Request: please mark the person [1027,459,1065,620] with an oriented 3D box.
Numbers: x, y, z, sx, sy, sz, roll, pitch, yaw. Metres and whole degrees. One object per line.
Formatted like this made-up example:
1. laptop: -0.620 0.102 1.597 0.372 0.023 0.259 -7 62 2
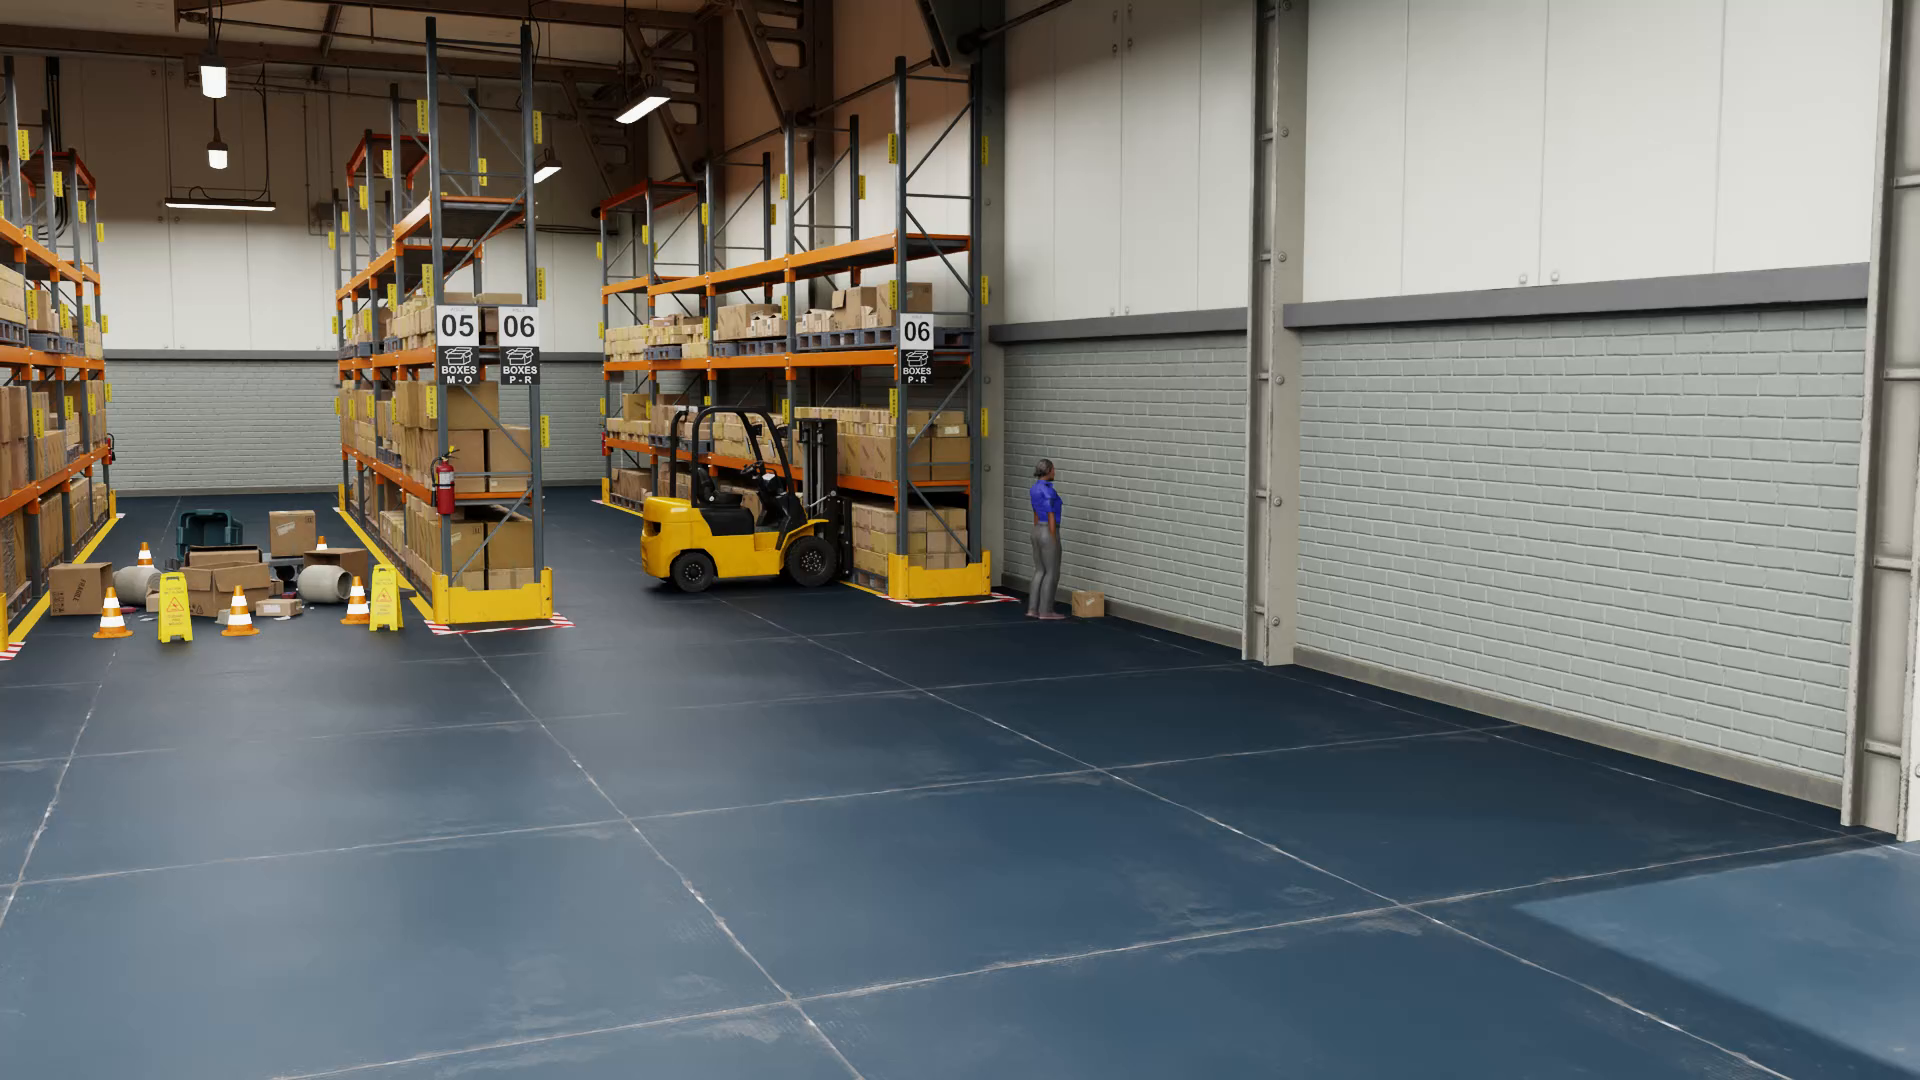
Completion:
1. person: 0.885 -0.003 17.164 0.312 1.672 0.436 -2 6 -22
